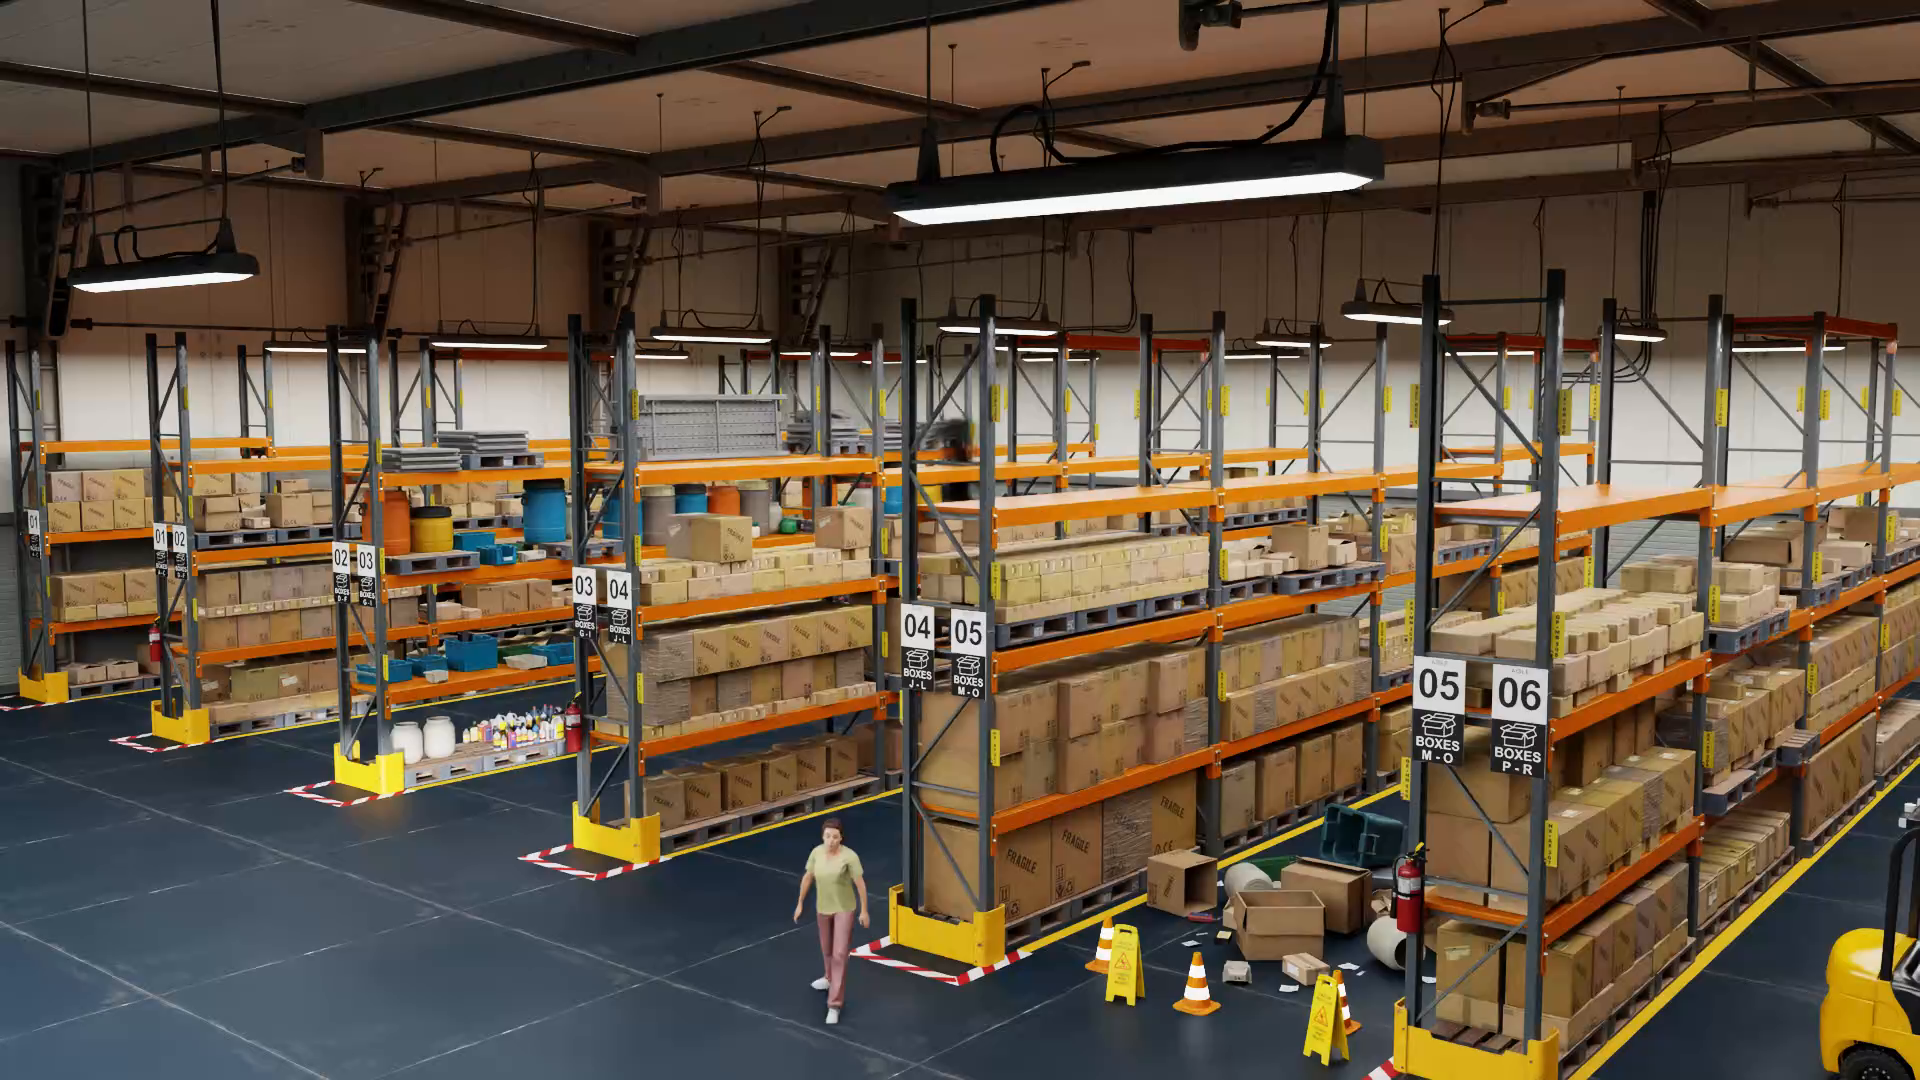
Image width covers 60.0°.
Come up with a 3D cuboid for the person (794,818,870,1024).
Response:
[{"bbox_3d":[-1.069,3.103,13.925,0.617,1.625,0.881,2,6,21],"label":"person"}]
